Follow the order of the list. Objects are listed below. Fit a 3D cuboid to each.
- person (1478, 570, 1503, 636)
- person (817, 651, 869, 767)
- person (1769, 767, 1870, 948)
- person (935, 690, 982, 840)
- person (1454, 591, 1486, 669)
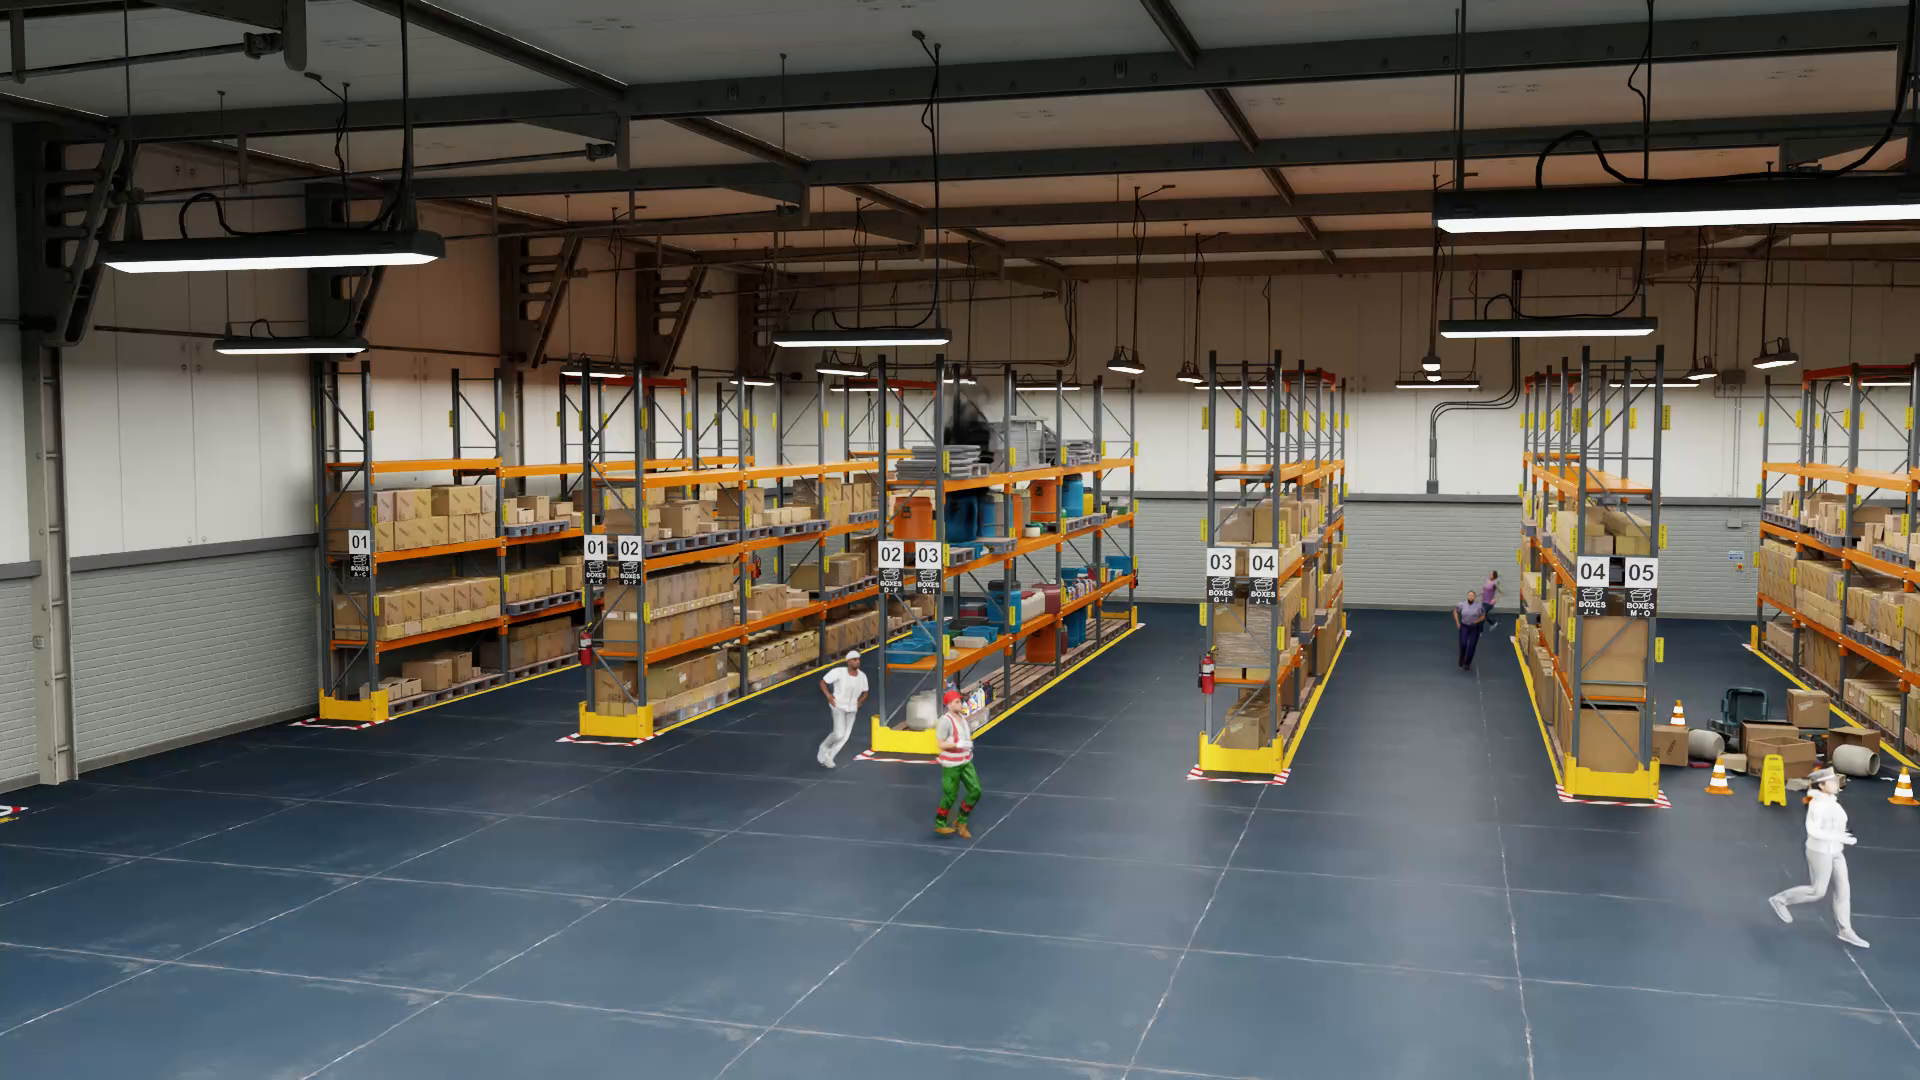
[{"bbox_3d":[12.281,1.469,38.613,0.723,1.539,0.600,-2,4,-21],"label":"person"},{"bbox_3d":[-1.654,2.434,24.065,0.745,1.675,0.563,-3,5,-31],"label":"person"},{"bbox_3d":[8.308,3.009,16.025,0.616,1.692,0.901,-4,6,-43],"label":"person"},{"bbox_3d":[-0.017,2.696,19.861,0.681,1.809,0.635,4,5,41],"label":"person"},{"bbox_3d":[10.232,1.812,33.381,0.603,1.603,0.605,1,4,13],"label":"person"}]
